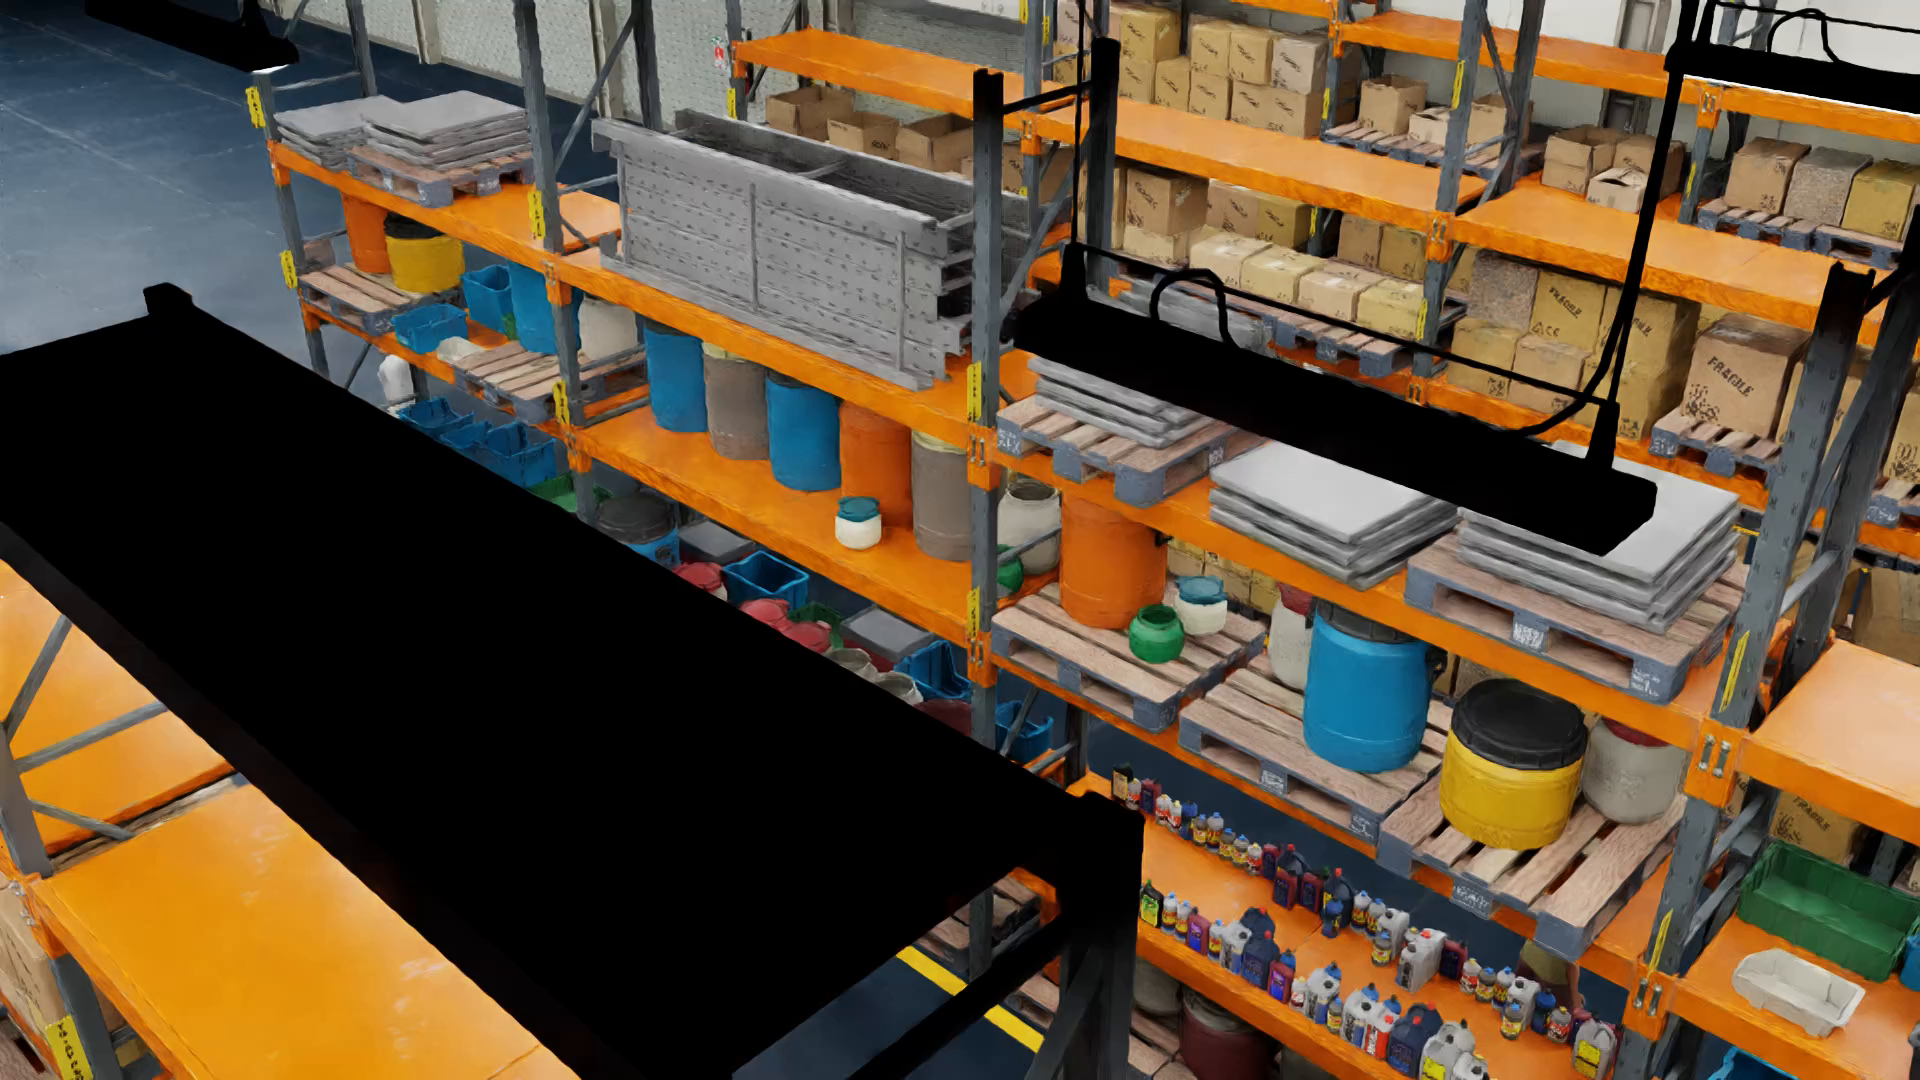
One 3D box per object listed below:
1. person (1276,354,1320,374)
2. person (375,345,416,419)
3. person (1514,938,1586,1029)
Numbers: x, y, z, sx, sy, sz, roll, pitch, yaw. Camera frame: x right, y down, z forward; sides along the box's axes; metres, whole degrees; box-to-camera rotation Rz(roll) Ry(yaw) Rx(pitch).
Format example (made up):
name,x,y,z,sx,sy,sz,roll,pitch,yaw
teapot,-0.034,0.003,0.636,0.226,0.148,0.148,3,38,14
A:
name,x,y,z,sx,sy,sz,roll,pitch,yaw
person,3.555,-1.777,17.623,1.036,1.708,0.535,19,34,30
person,-5.509,-1.310,16.778,0.617,1.766,0.614,3,30,6
person,3.570,2.566,9.949,0.575,1.665,0.546,-12,32,-20
